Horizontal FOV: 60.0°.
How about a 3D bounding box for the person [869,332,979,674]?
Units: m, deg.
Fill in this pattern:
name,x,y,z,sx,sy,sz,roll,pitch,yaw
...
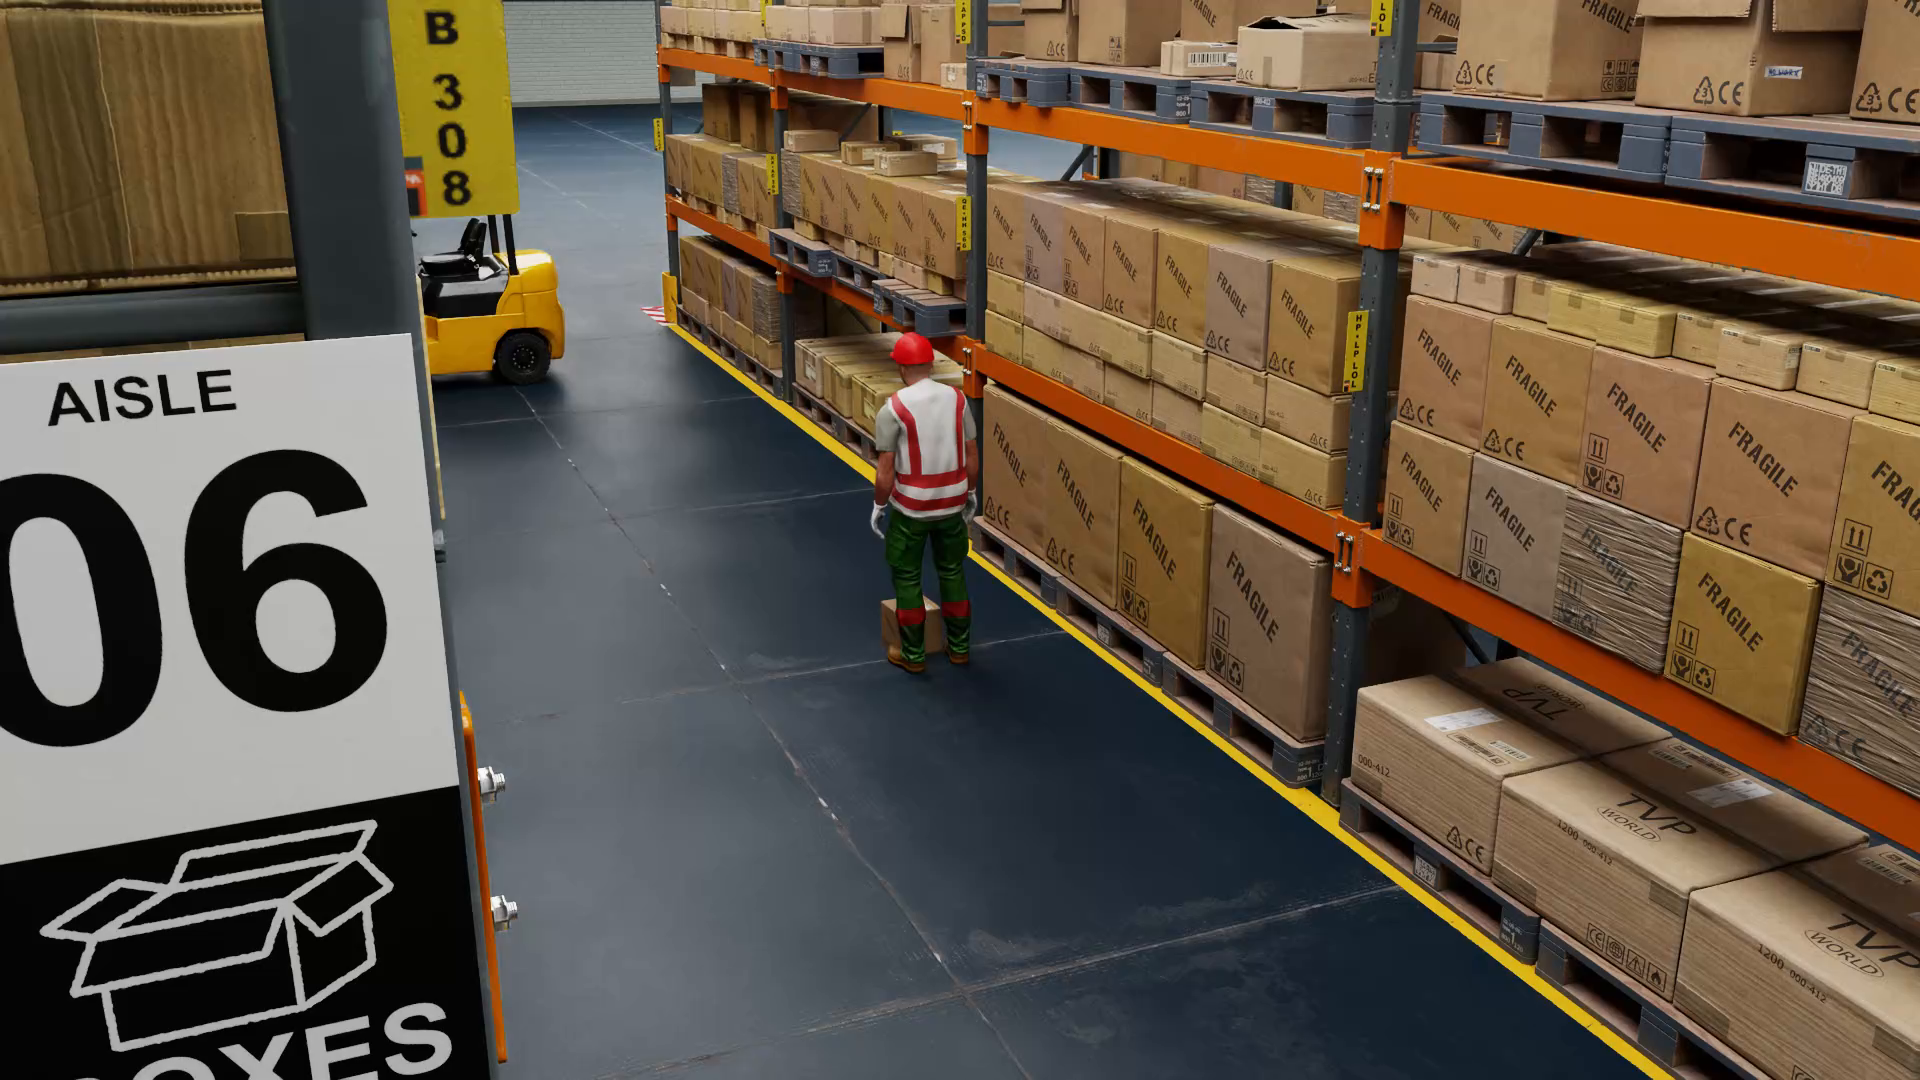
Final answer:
name,x,y,z,sx,sy,sz,roll,pitch,yaw
person,-0.187,-0.186,8.593,0.613,1.778,0.452,-9,21,-25
